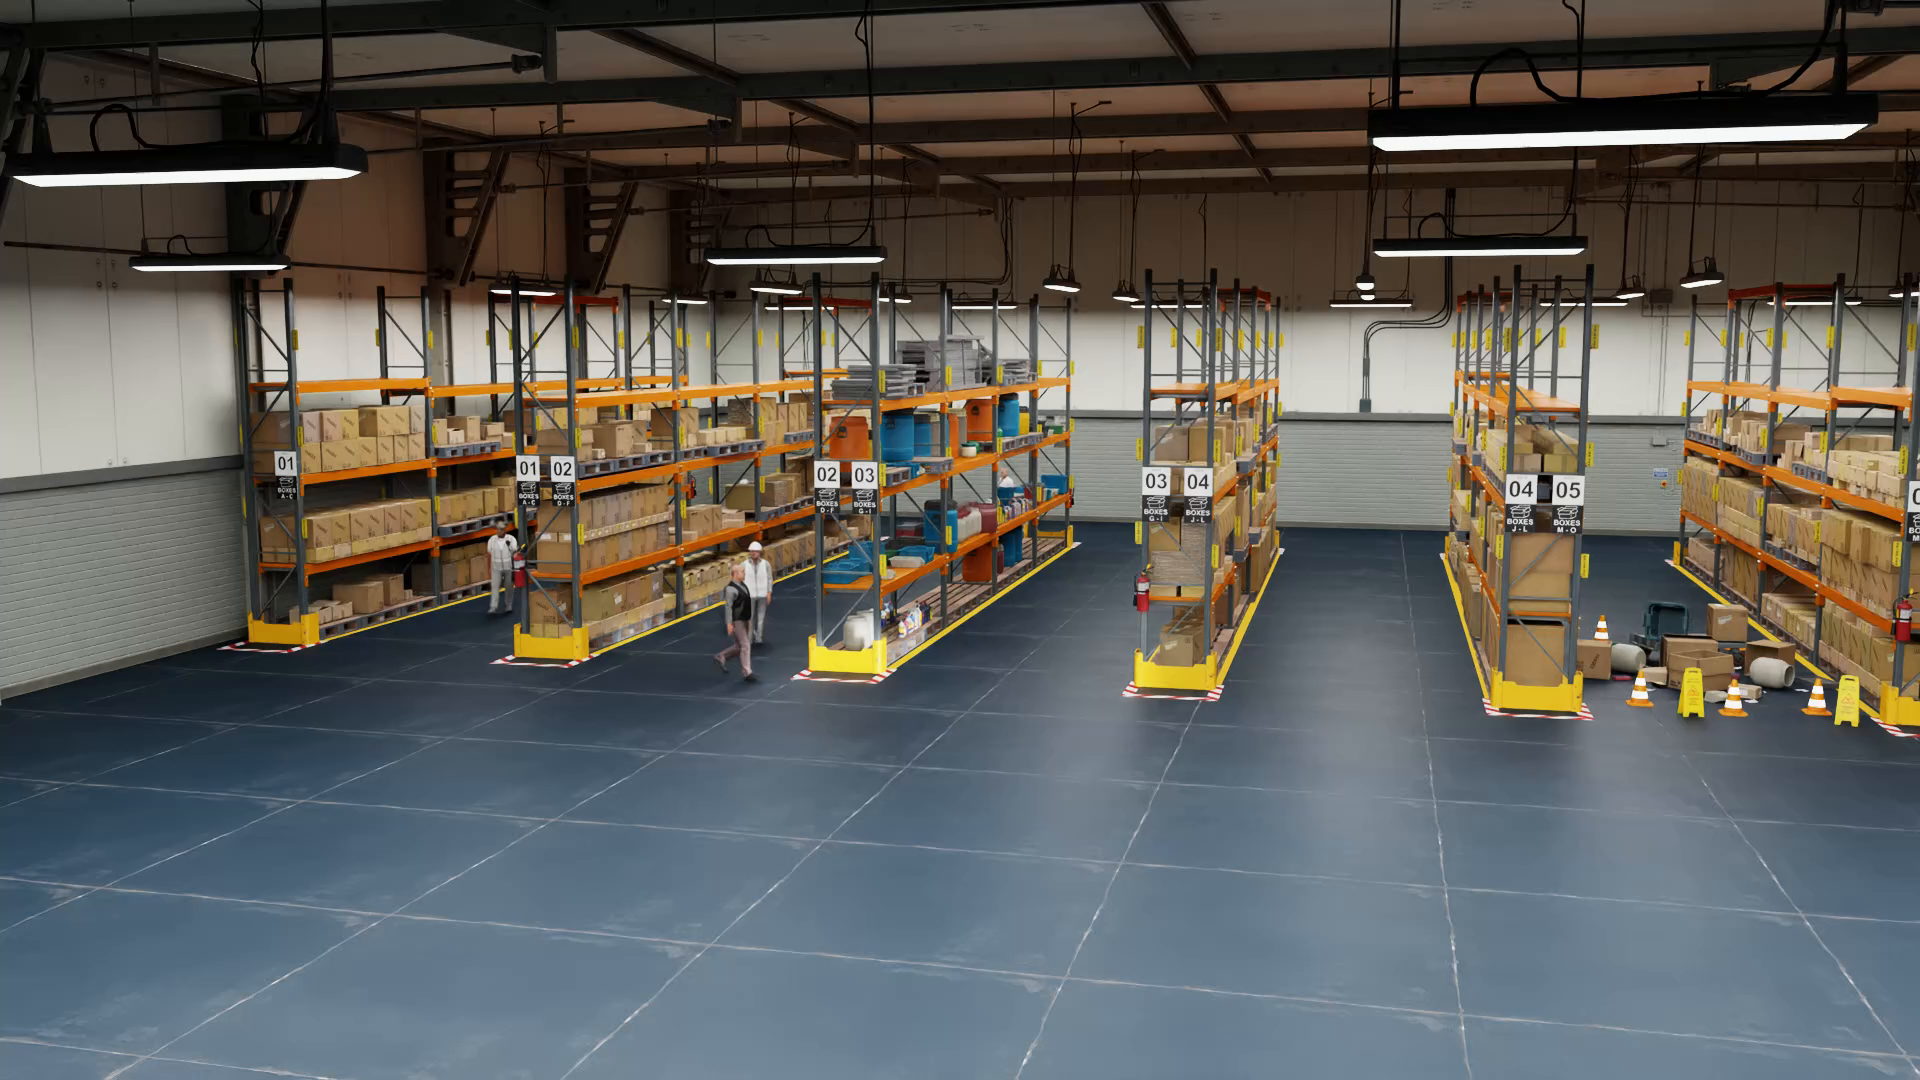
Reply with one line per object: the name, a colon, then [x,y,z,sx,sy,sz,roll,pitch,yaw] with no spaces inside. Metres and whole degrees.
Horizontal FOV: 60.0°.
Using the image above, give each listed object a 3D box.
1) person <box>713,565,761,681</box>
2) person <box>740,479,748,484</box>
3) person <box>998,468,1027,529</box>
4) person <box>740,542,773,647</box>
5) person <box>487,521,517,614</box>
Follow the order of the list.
person: [-3.298,1.209,24.623,0.864,1.700,0.562,2,7,15]
person: [-5.085,-0.519,38.612,0.590,1.780,0.516,2,7,17]
person: [1.229,-0.992,42.732,0.921,1.742,0.557,-1,7,-7]
person: [-3.320,0.884,27.064,0.567,1.712,1.070,-2,7,-15]
person: [-8.337,0.503,30.282,0.571,1.707,1.080,-2,7,-16]
